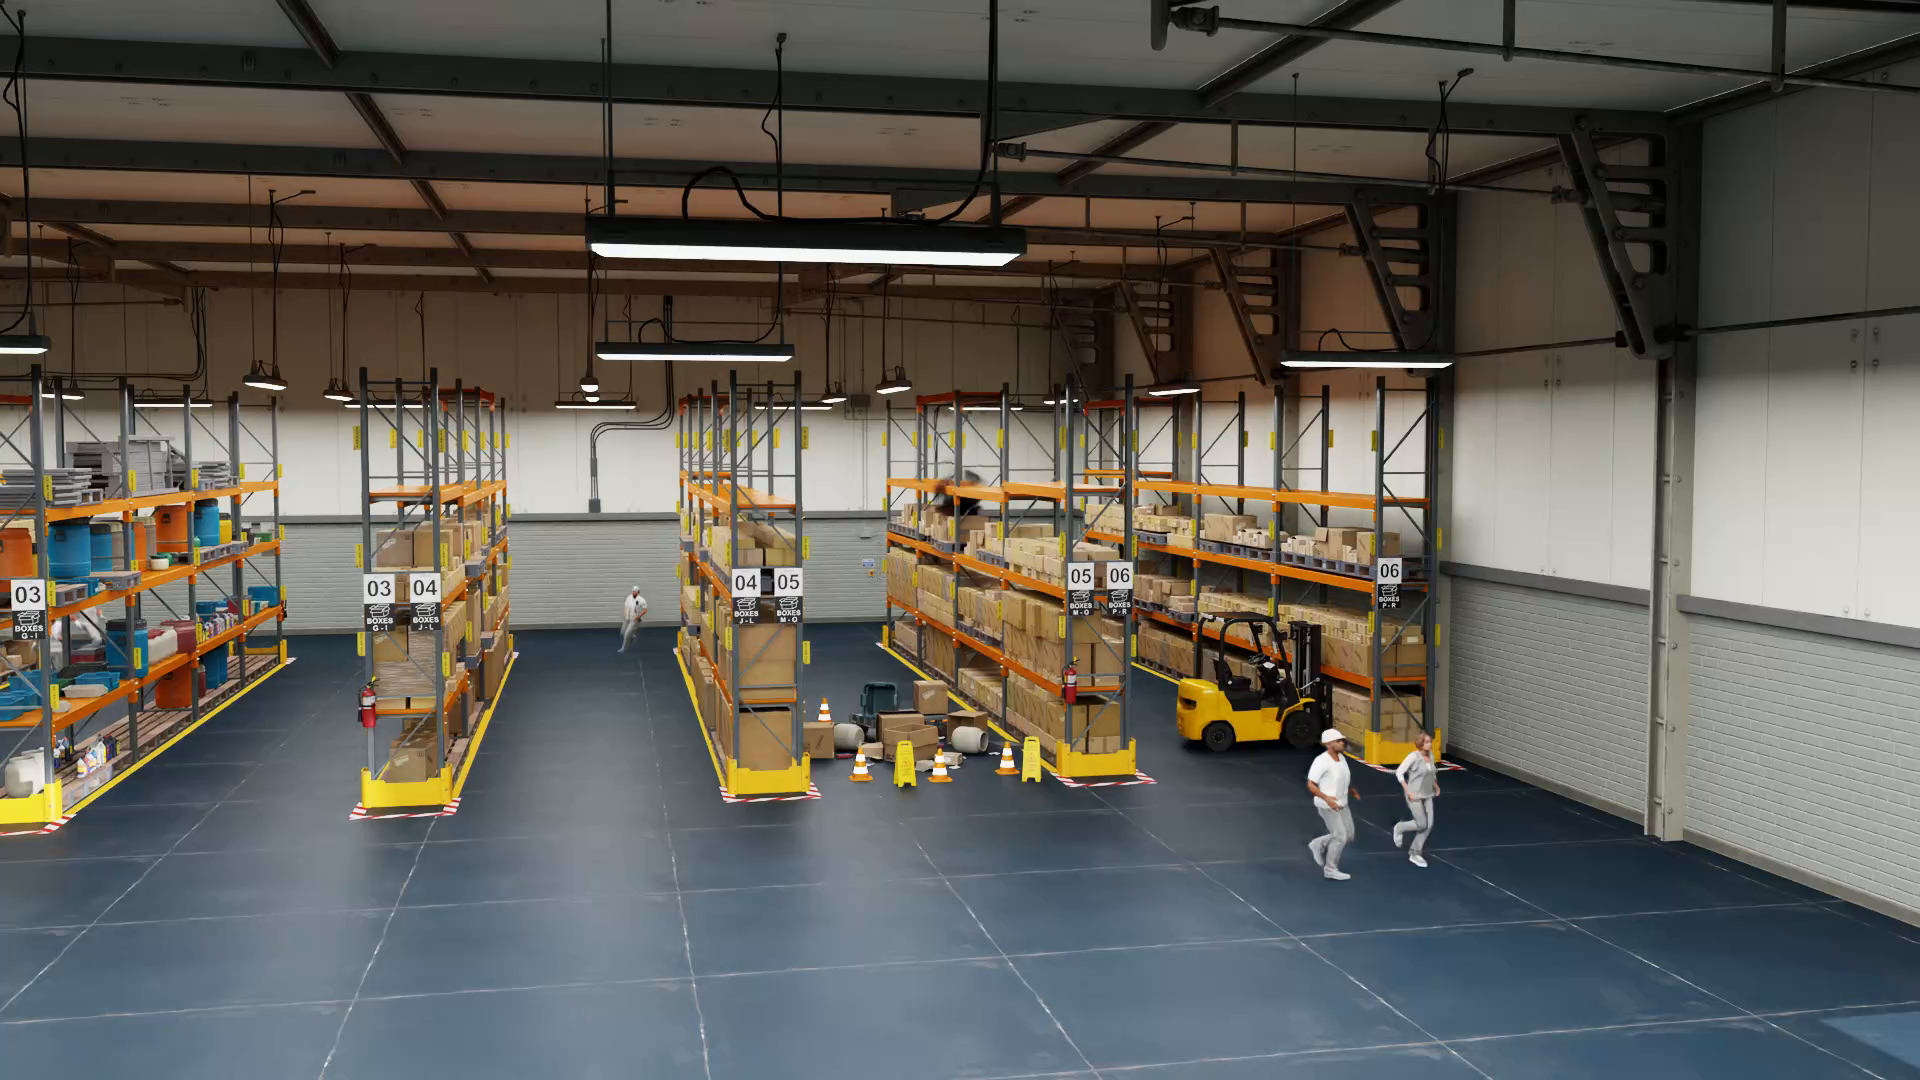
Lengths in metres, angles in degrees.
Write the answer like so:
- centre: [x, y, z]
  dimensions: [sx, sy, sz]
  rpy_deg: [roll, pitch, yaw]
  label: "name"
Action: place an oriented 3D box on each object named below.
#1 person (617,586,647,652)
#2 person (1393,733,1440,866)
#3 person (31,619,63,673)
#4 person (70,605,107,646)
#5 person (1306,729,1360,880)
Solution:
- centre: [-7.729, 1.869, 39.524]
  dimensions: [0.684, 1.577, 0.648]
  rpy_deg: [1, 4, 23]
  label: "person"
- centre: [5.424, 3.057, 19.798]
  dimensions: [0.557, 1.563, 0.536]
  rpy_deg: [-2, 4, -31]
  label: "person"
- centre: [-17.500, 2.203, 31.995]
  dimensions: [0.670, 1.845, 0.804]
  rpy_deg: [-1, 4, -21]
  label: "person"
- centre: [-19.517, 1.905, 37.326]
  dimensions: [0.597, 1.721, 0.720]
  rpy_deg: [1, 4, 17]
  label: "person"
- centre: [4.214, 3.008, 18.996]
  dimensions: [0.589, 1.722, 0.686]
  rpy_deg: [3, 5, 42]
  label: "person"
